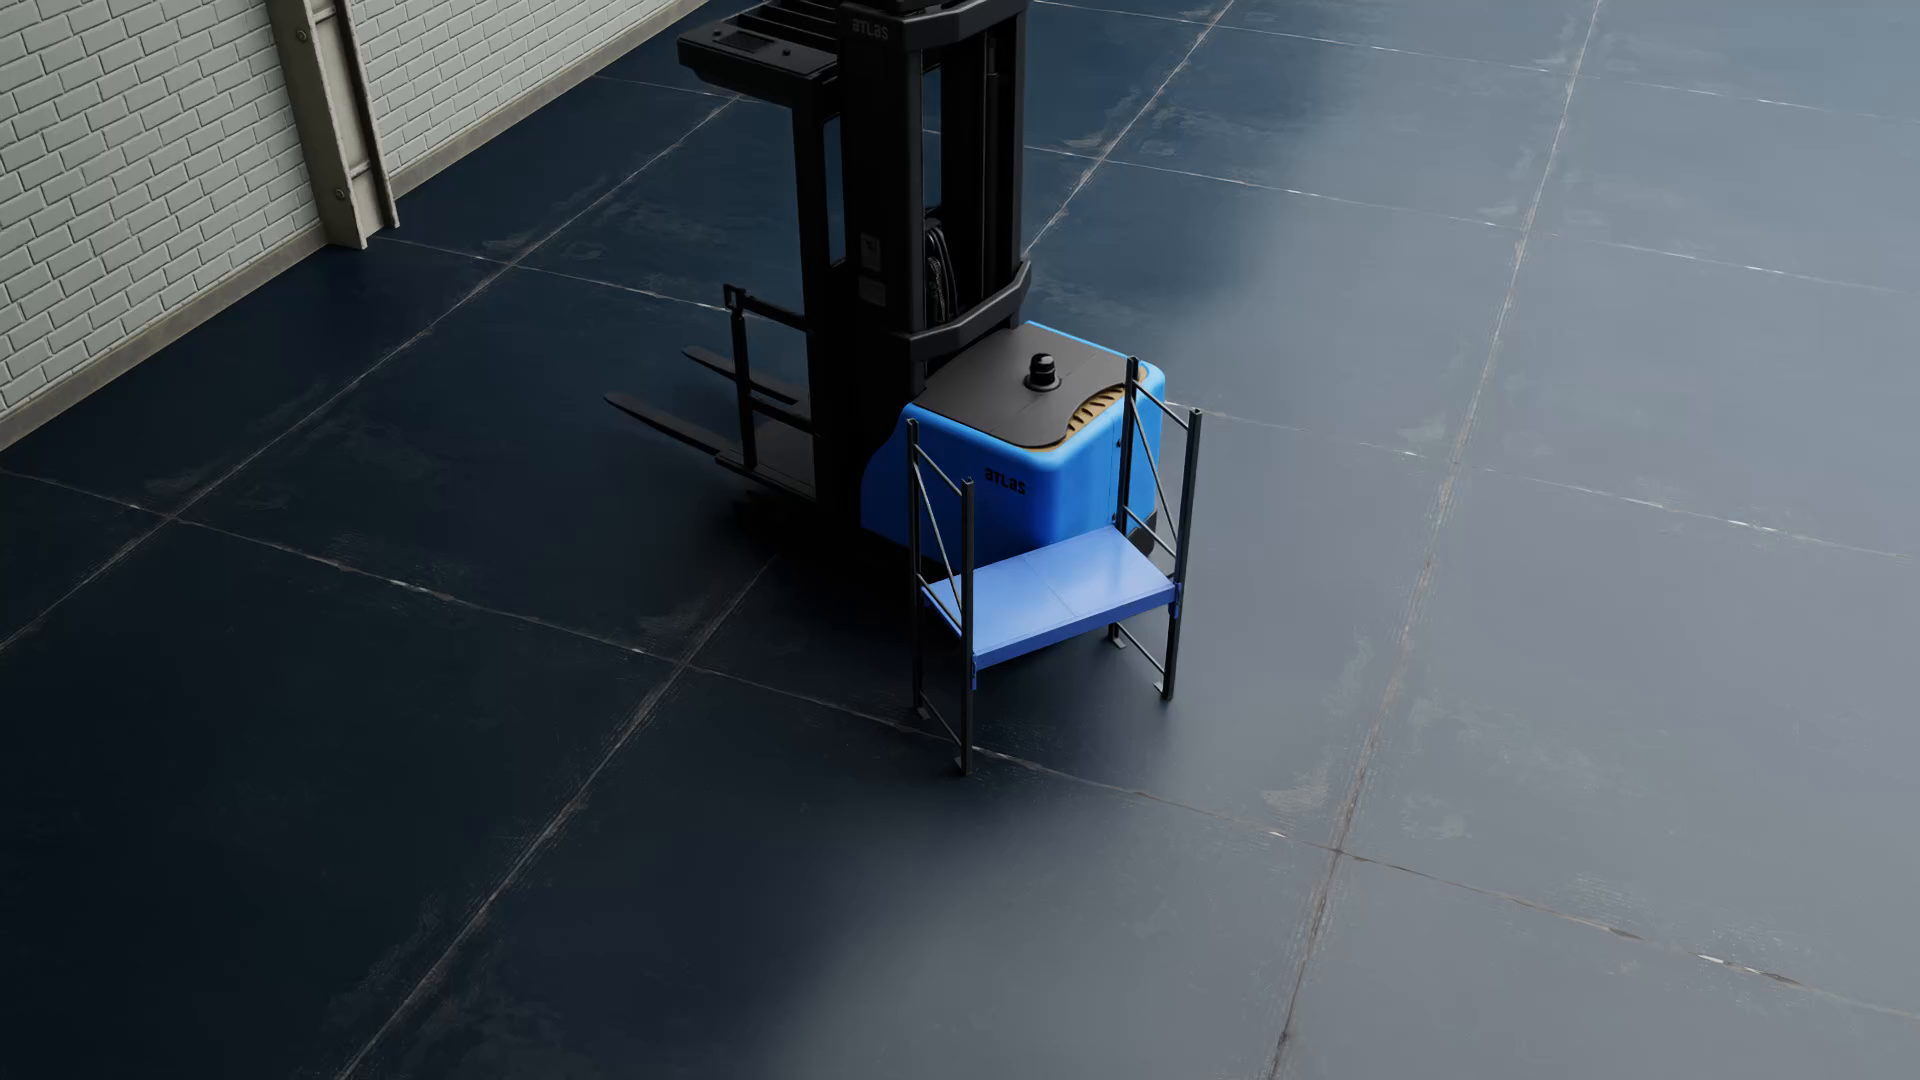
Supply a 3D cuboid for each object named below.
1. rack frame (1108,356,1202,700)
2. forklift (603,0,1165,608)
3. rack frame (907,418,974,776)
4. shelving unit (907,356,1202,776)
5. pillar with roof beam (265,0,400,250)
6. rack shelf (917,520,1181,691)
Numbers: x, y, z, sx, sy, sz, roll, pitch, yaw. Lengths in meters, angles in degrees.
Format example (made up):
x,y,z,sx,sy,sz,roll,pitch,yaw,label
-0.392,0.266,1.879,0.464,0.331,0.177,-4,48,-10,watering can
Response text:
x,y,z,sx,sy,sz,roll,pitch,yaw,label
0.820,-0.025,7.133,0.032,1.500,0.500,-18,40,-22,rack frame
-0.528,-1.396,7.771,3.031,2.935,1.130,24,43,29,forklift
-0.078,0.260,6.751,0.032,1.500,0.500,-18,40,-22,rack frame
0.371,0.117,6.942,1.048,1.500,0.538,-18,40,-22,shelving unit
-0.001,-4.670,7.083,9.100,9.000,0.400,14,39,18,pillar with roof beam
0.371,0.261,7.050,1.000,0.185,0.538,-18,40,-22,rack shelf
